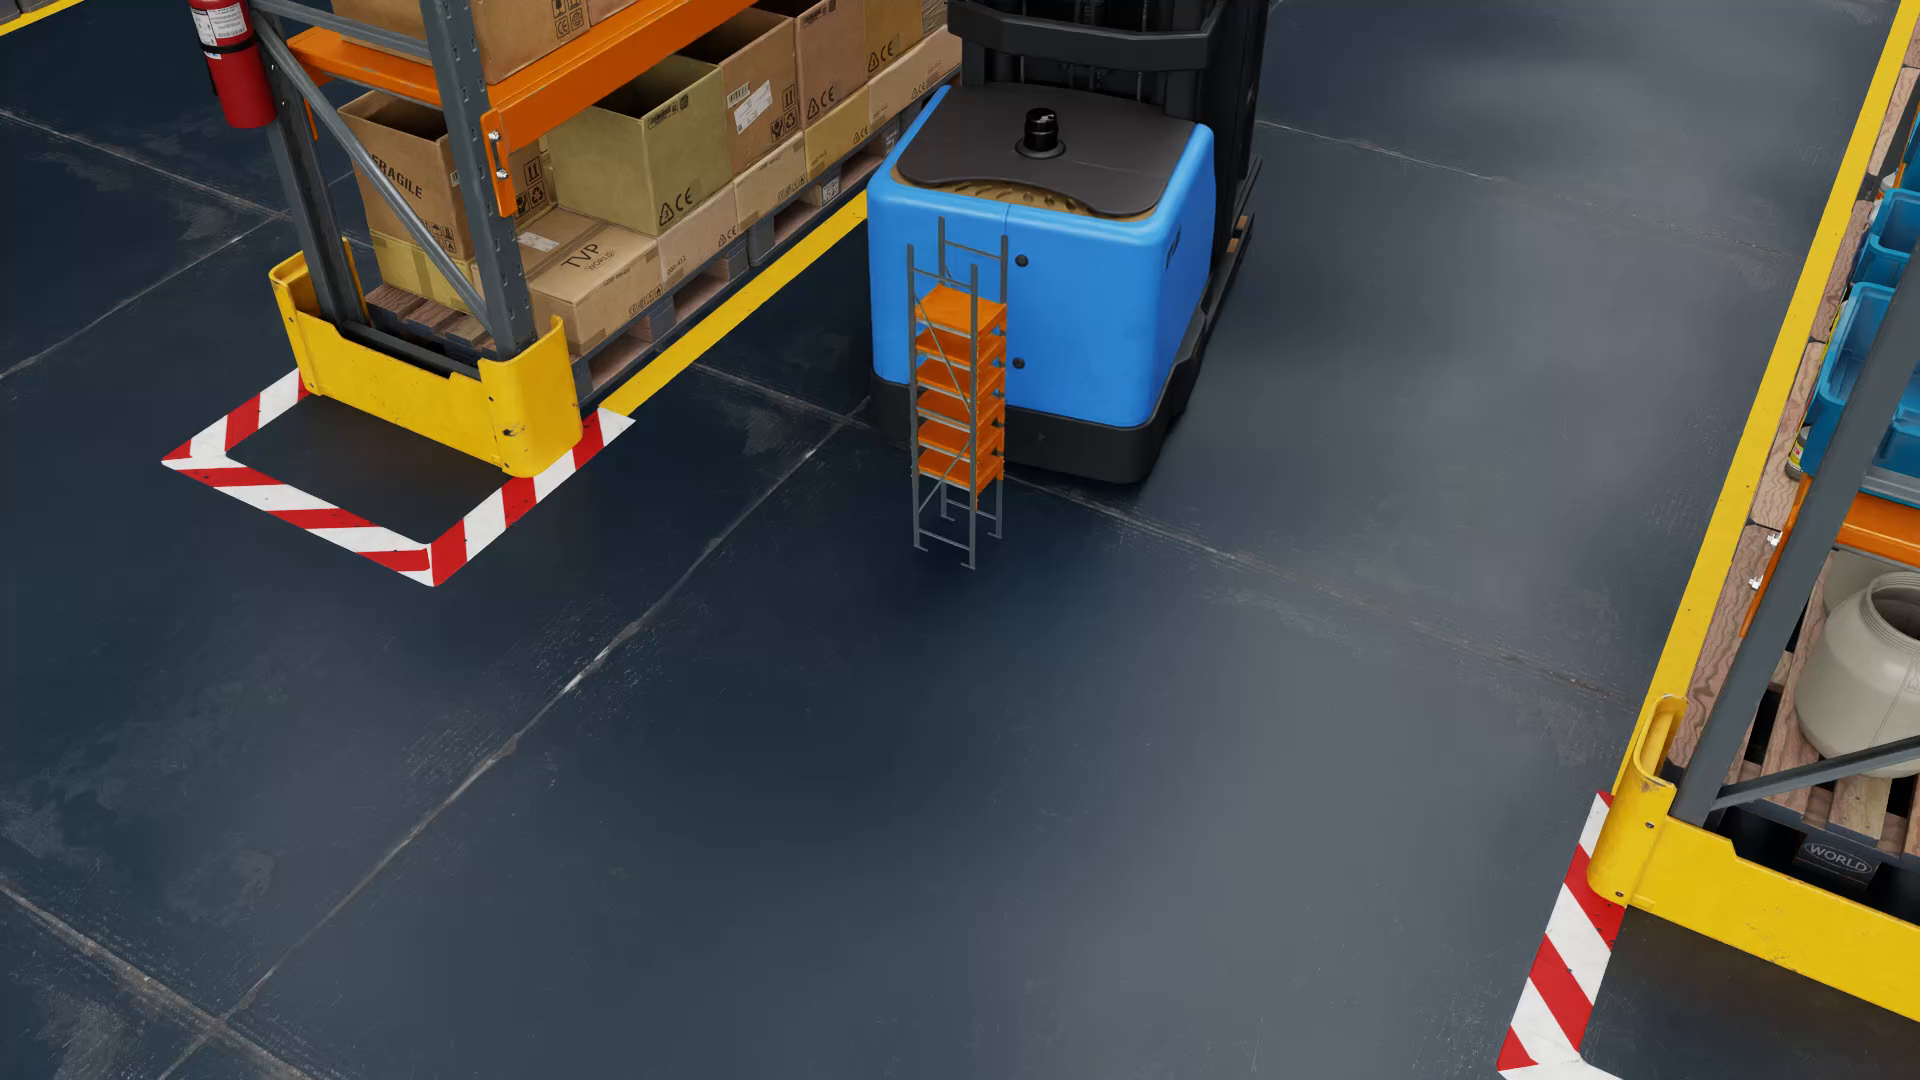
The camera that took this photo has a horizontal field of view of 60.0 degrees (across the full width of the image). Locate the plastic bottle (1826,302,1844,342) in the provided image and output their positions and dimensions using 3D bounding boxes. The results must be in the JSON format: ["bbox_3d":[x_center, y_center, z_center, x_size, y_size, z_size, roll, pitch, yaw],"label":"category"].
[{"bbox_3d":[3.311,-0.815,6.190,0.097,0.201,0.097,0,41,0],"label":"plastic bottle"}]

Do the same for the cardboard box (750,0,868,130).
[{"bbox_3d":[-0.744,-2.136,7.102,0.500,0.500,0.500,21,45,22],"label":"cardboard box"}]

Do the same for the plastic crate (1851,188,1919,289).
[{"bbox_3d":[2.650,-0.698,4.385,0.499,0.251,0.408,21,45,22],"label":"plastic crate"}]

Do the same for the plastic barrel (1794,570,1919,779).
[{"bbox_3d":[2.592,0.376,4.618,0.421,0.512,0.421,0,41,0],"label":"plastic barrel"}]

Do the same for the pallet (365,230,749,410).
[{"bbox_3d":[-1.611,-1.044,6.775,1.003,0.211,1.213,21,45,22],"label":"pallet"}]

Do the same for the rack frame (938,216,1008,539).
[{"bbox_3d":[0.039,-0.494,5.404,0.240,1.200,0.006,21,45,22],"label":"rack frame"}]

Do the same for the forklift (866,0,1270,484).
[{"bbox_3d":[0.624,-2.284,6.126,1.130,2.935,3.031,12,43,14],"label":"forklift"}]

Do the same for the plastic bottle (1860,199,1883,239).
[{"bbox_3d":[3.741,-1.307,6.748,0.097,0.201,0.097,0,41,0],"label":"plastic bottle"}]

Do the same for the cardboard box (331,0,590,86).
[{"bbox_3d":[-1.713,-1.939,5.607,0.700,0.500,0.500,21,45,22],"label":"cardboard box"}]

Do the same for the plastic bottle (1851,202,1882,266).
[{"bbox_3d":[3.654,-1.199,6.569,0.152,0.276,0.135,23,46,24],"label":"plastic bottle"}]

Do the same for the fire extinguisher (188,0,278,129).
[{"bbox_3d":[-2.419,-1.696,5.464,0.296,0.674,0.183,21,45,22],"label":"fire extinguisher"}]

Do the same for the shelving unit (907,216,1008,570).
[{"bbox_3d":[-0.007,-0.442,5.344,0.258,1.200,0.189,21,45,22],"label":"shelving unit"}]

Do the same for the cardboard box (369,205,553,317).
[{"bbox_3d":[-1.945,-1.169,6.570,0.500,0.250,0.500,21,45,22],"label":"cardboard box"}]

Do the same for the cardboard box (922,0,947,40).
[{"bbox_3d":[-0.259,-2.715,7.758,0.500,0.500,0.500,21,45,22],"label":"cardboard box"}]

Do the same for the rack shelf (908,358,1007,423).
[{"bbox_3d":[-0.007,-0.499,5.294,0.258,0.103,0.180,21,45,22],"label":"rack shelf"}]

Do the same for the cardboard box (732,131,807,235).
[{"bbox_3d":[-0.999,-1.571,7.027,0.500,0.250,0.500,21,45,22],"label":"cardboard box"}]

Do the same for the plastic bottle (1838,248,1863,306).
[{"bbox_3d":[3.473,-1.025,6.316,0.144,0.351,0.185,19,45,20],"label":"plastic bottle"}]

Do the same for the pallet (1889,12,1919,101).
[{"bbox_3d":[5.300,-2.404,8.320,1.003,0.211,1.213,21,45,22],"label":"pallet"}]

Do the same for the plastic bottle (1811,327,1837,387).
[{"bbox_3d":[3.167,-0.676,5.919,0.144,0.351,0.185,23,46,24],"label":"plastic bottle"}]

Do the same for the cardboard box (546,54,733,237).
[{"bbox_3d":[-1.248,-1.566,6.454,0.500,0.500,0.500,21,45,22],"label":"cardboard box"}]

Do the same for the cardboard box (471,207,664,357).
[{"bbox_3d":[-1.497,-0.998,6.376,0.500,0.250,0.500,21,45,22],"label":"cardboard box"}]

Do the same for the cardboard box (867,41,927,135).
[{"bbox_3d":[-0.495,-2.142,7.675,0.500,0.250,0.500,21,45,22],"label":"cardboard box"}]

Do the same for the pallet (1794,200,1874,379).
[{"bbox_3d":[3.959,-0.870,6.578,1.003,0.211,1.213,21,45,22],"label":"pallet"}]

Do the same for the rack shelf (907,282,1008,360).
[{"bbox_3d":[-0.007,-0.679,5.136,0.258,0.103,0.180,21,45,22],"label":"rack shelf"}]

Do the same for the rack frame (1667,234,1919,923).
[{"bbox_3d":[2.329,0.002,3.478,1.000,3.000,0.127,21,45,22],"label":"rack frame"}]

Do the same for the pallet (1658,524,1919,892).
[{"bbox_3d":[2.738,0.526,4.993,1.003,0.211,1.213,21,45,22],"label":"pallet"}]

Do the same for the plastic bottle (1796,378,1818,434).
[{"bbox_3d":[3.018,-0.472,5.745,0.152,0.276,0.135,21,46,22],"label":"plastic bottle"}]

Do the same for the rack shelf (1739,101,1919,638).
[{"bbox_3d":[3.330,-0.873,5.016,1.077,0.370,4.000,21,45,22],"label":"rack shelf"}]

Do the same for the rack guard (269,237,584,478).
[{"bbox_3d":[-1.970,-0.687,6.152,1.175,0.500,0.348,21,45,22],"label":"rack guard"}]

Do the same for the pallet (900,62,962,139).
[{"bbox_3d":[-0.390,-2.440,8.361,1.003,0.211,1.213,21,45,22],"label":"pallet"}]

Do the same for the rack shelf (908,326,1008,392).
[{"bbox_3d":[-0.007,-0.589,5.215,0.258,0.103,0.180,21,45,22],"label":"rack shelf"}]

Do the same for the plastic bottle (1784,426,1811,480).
[{"bbox_3d":[2.869,-0.309,5.616,0.097,0.201,0.097,0,41,0],"label":"plastic bottle"}]
